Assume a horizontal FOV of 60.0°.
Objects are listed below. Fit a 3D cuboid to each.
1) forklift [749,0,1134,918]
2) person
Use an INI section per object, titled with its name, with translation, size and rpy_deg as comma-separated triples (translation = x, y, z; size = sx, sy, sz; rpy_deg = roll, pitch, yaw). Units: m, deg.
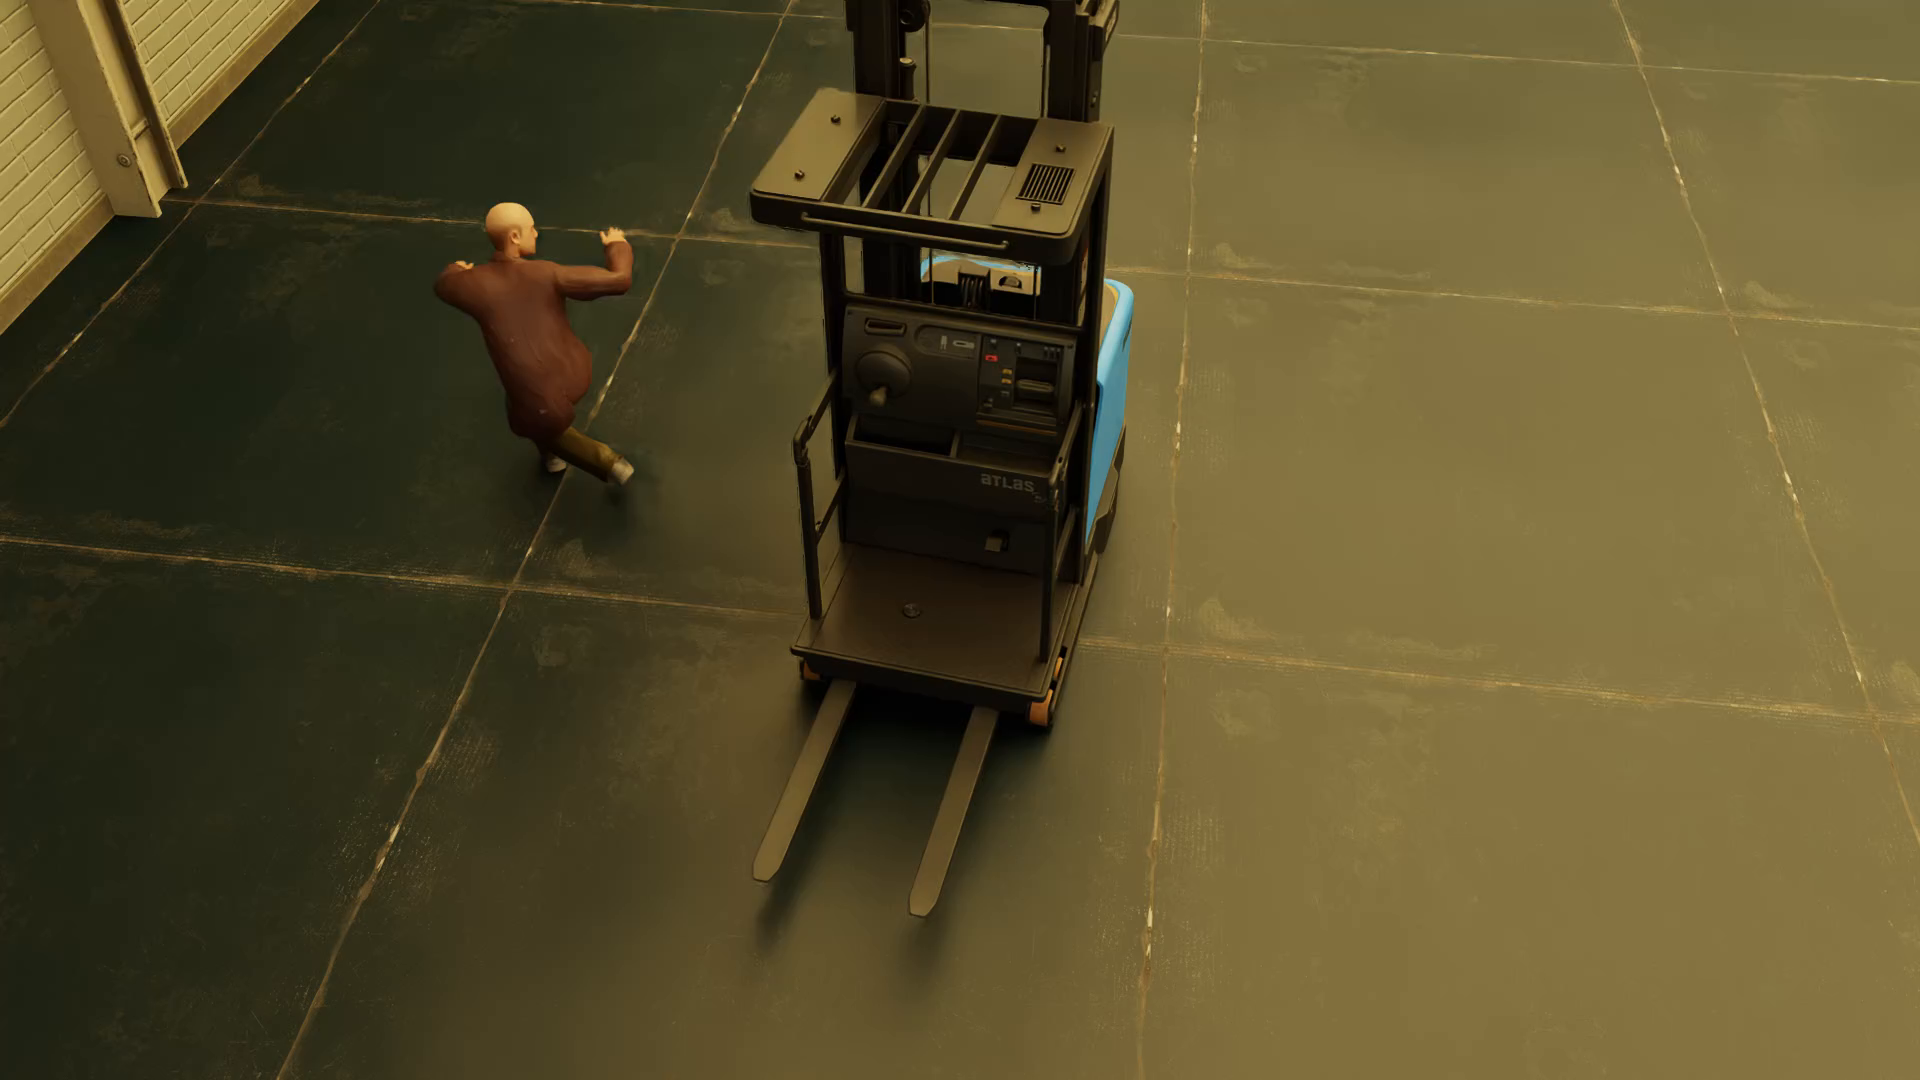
[forklift]
translation = -0.063, -0.587, 6.363
size = 1.130, 2.935, 3.031
rpy_deg = 10, 44, 11
[person]
translation = -1.932, -0.965, 7.852
size = 0.875, 1.522, 1.185
rpy_deg = -23, 47, -23
